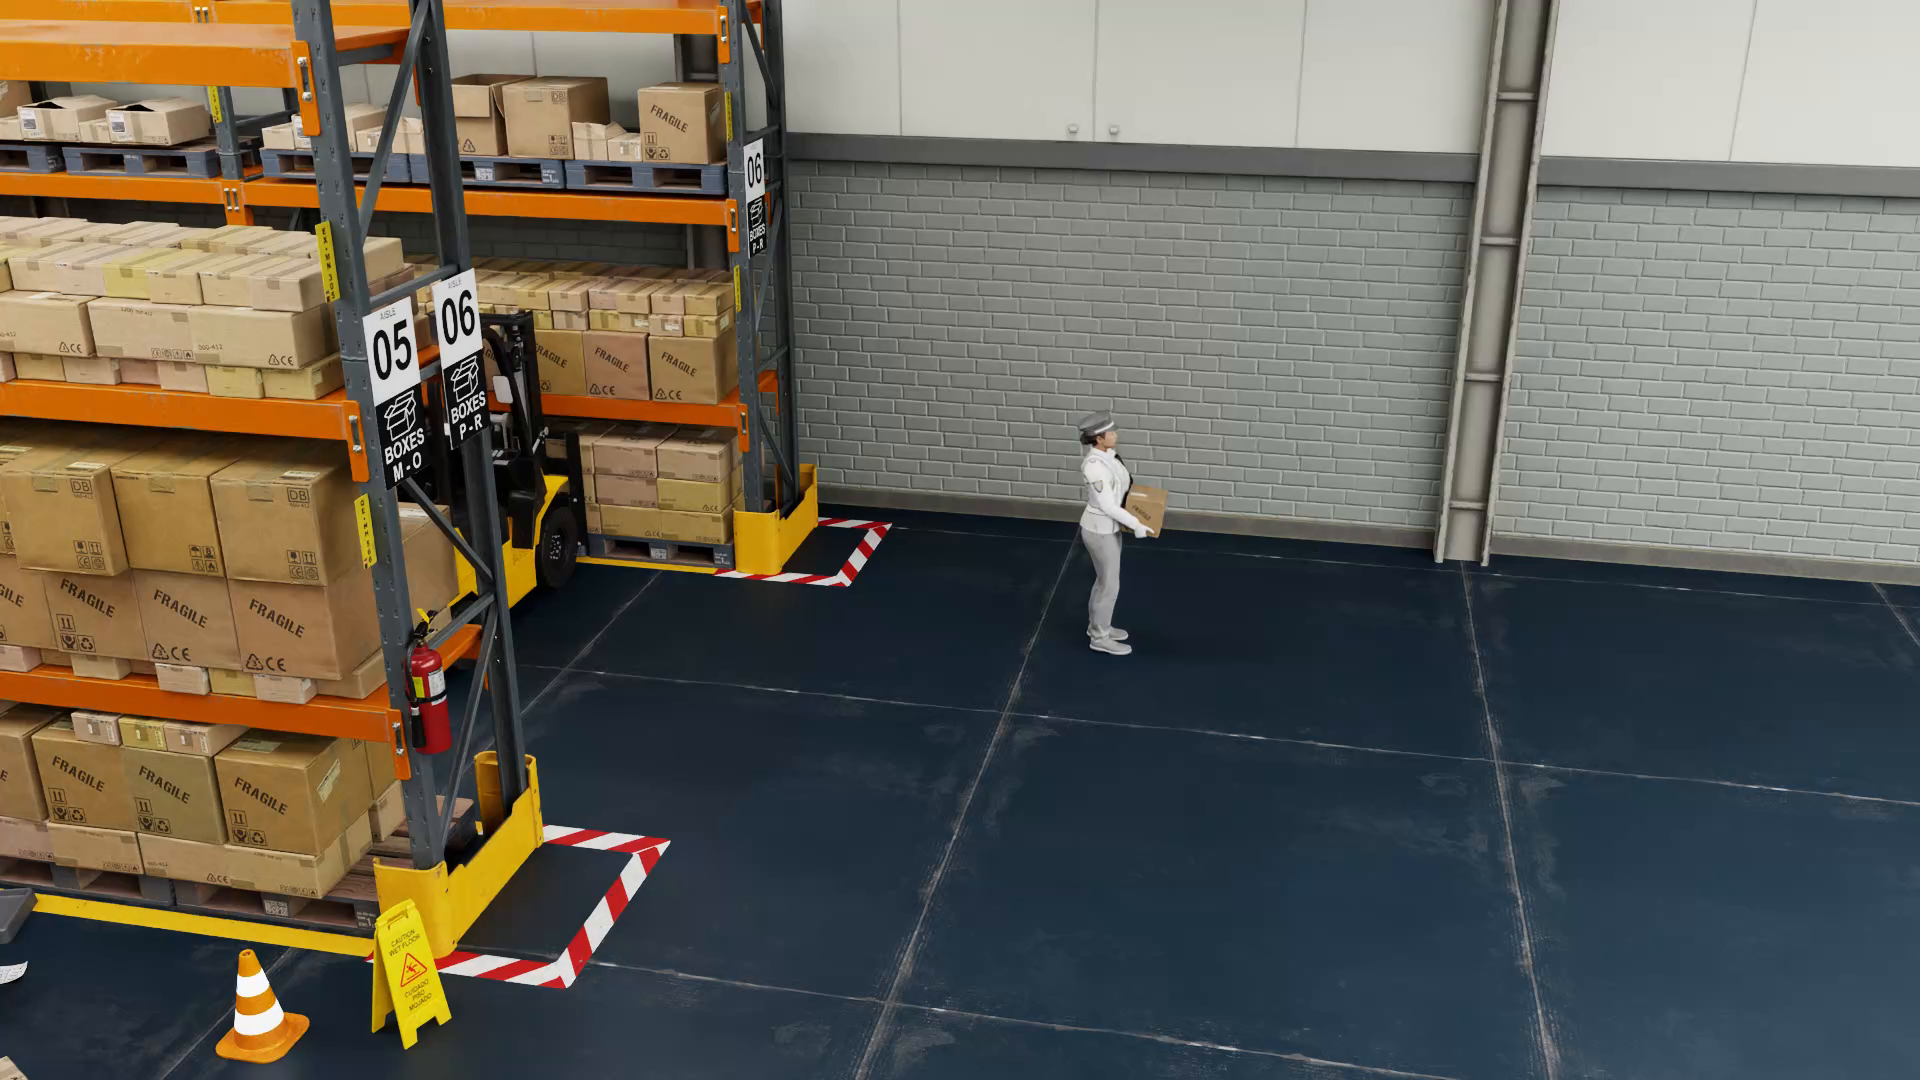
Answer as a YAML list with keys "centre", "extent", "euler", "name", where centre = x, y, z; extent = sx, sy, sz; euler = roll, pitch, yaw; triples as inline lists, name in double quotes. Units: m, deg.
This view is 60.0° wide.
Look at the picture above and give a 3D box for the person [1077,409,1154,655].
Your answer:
- centre: [1.042, -0.058, 11.202]
  extent: [0.556, 1.687, 0.459]
  euler: [5, 22, 12]
  name: "person"
